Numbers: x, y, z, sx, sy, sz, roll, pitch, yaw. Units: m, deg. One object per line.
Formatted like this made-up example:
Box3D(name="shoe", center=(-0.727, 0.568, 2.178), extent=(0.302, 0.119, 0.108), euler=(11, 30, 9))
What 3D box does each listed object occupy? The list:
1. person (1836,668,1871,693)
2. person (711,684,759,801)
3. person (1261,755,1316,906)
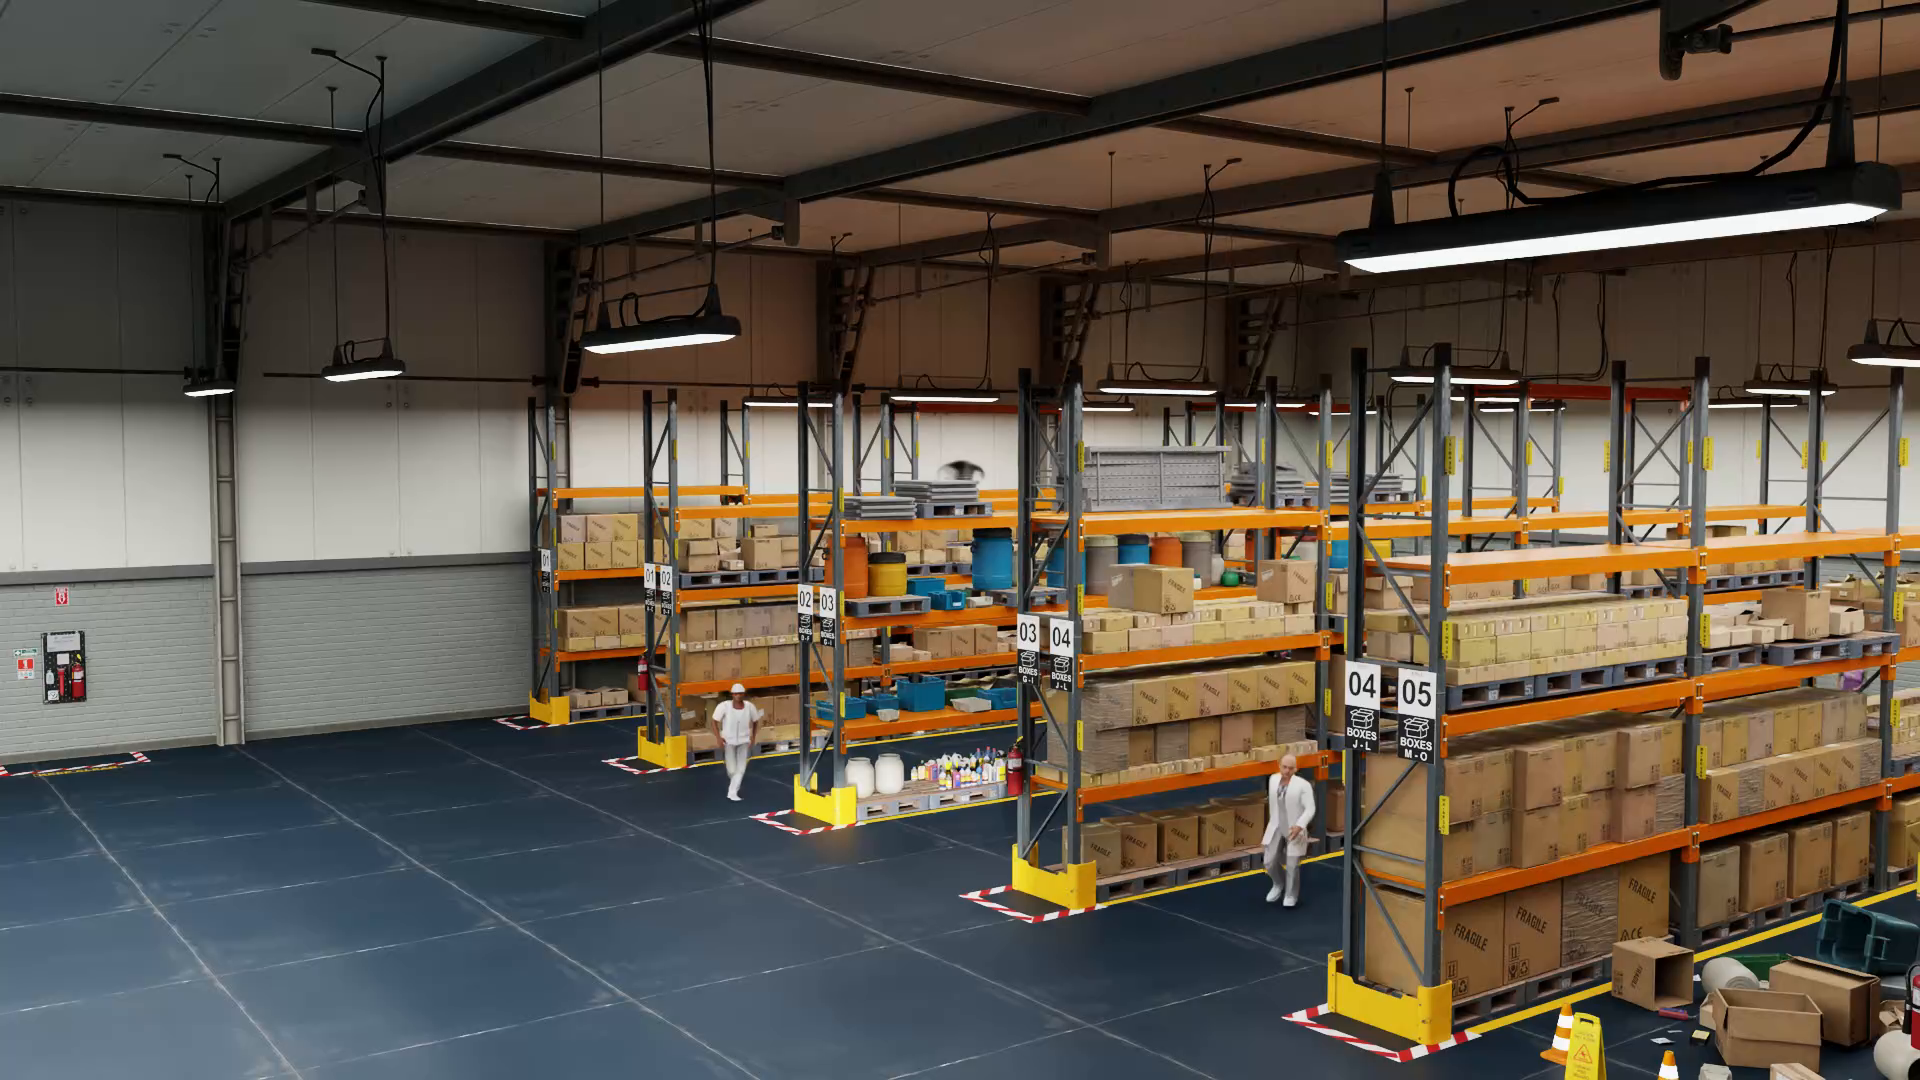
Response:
Box3D(name="person", center=(15.342, 2.696, 28.568), extent=(0.514, 1.602, 0.721), euler=(2, 4, 25))
Box3D(name="person", center=(-3.245, 2.899, 24.004), extent=(0.700, 1.699, 0.591), euler=(-1, 4, -16))
Box3D(name="person", center=(3.596, 3.206, 18.255), extent=(0.673, 1.728, 0.865), euler=(2, 4, 30))
